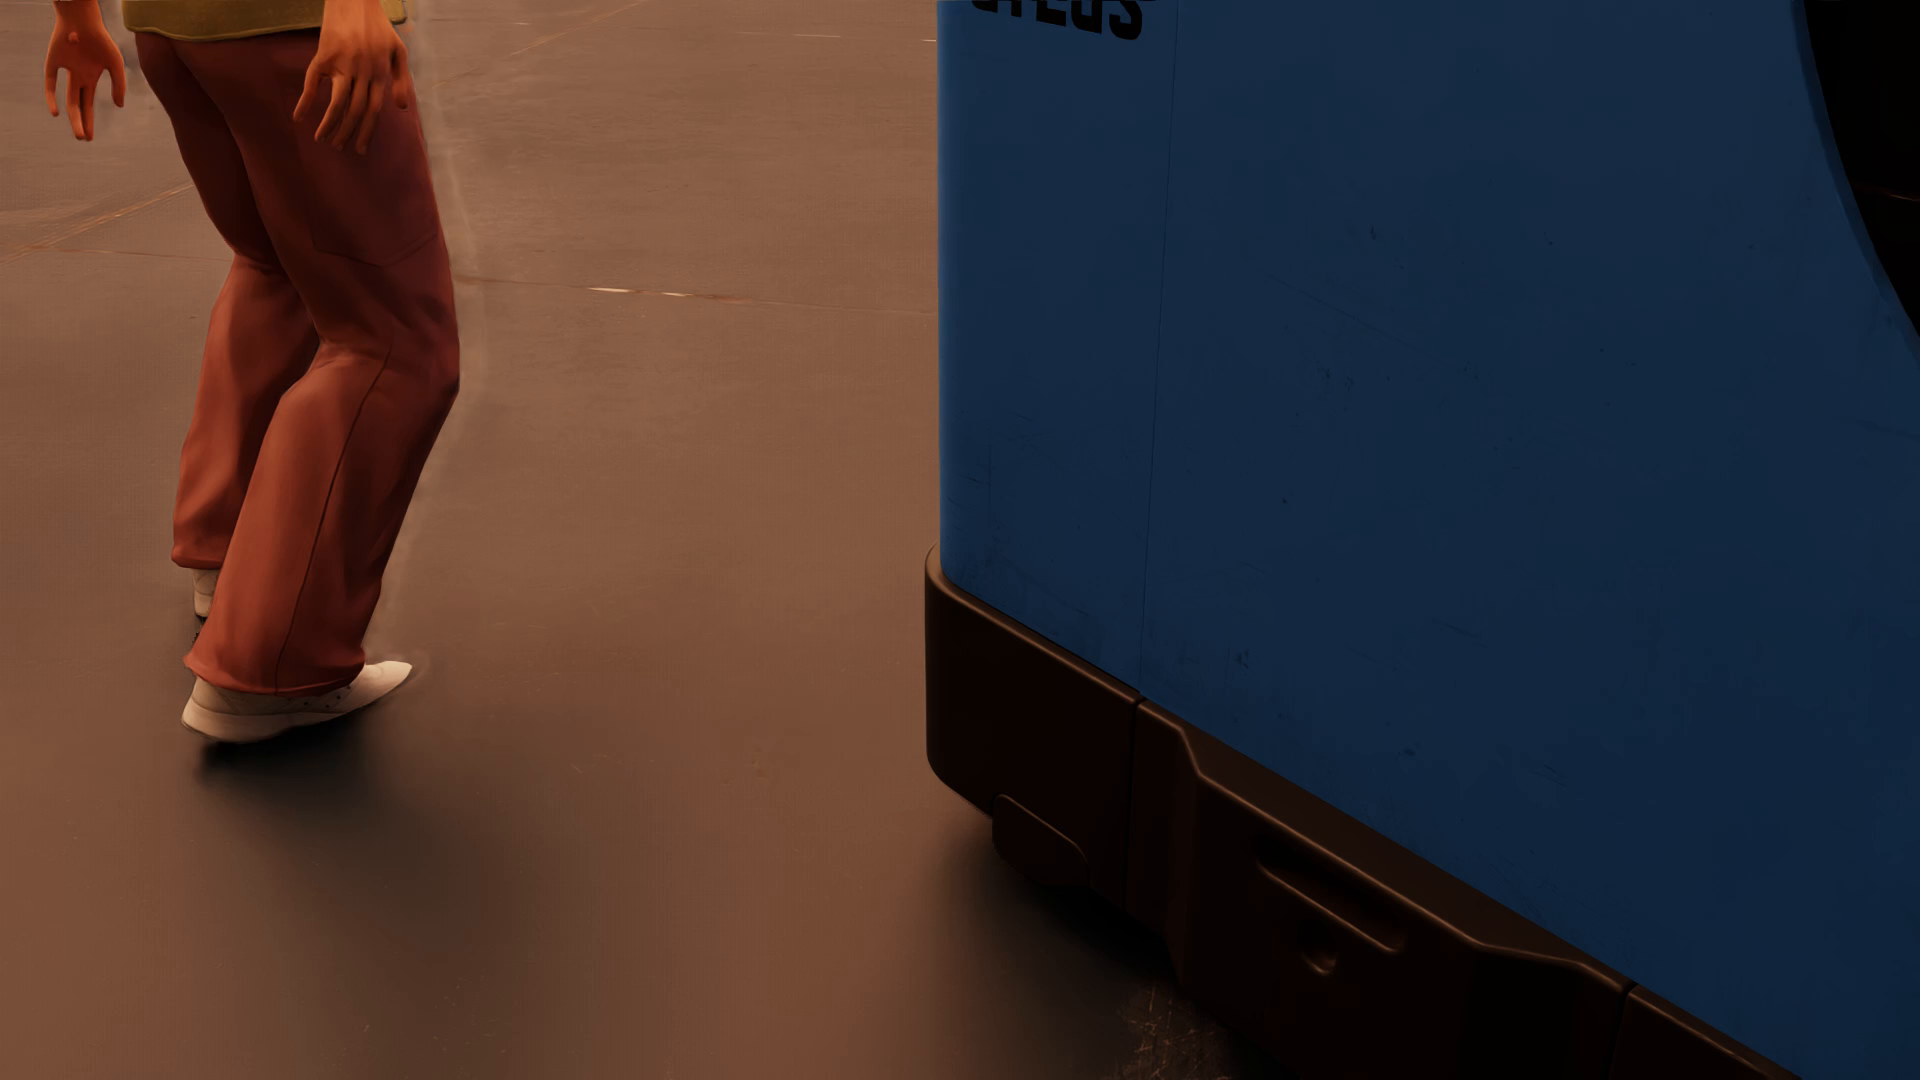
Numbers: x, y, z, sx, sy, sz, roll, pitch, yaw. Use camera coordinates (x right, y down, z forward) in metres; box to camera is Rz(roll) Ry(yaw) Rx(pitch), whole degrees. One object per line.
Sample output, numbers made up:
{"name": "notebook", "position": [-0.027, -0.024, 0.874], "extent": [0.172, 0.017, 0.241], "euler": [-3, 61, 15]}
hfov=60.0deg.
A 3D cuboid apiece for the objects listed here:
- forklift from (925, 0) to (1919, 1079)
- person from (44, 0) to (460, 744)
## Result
{"name": "forklift", "position": [1.286, -0.636, 0.507], "extent": [1.130, 2.935, 3.031], "euler": [-20, 33, -35]}
{"name": "person", "position": [-0.846, -0.554, 1.866], "extent": [0.816, 1.646, 0.480], "euler": [23, 34, 37]}
